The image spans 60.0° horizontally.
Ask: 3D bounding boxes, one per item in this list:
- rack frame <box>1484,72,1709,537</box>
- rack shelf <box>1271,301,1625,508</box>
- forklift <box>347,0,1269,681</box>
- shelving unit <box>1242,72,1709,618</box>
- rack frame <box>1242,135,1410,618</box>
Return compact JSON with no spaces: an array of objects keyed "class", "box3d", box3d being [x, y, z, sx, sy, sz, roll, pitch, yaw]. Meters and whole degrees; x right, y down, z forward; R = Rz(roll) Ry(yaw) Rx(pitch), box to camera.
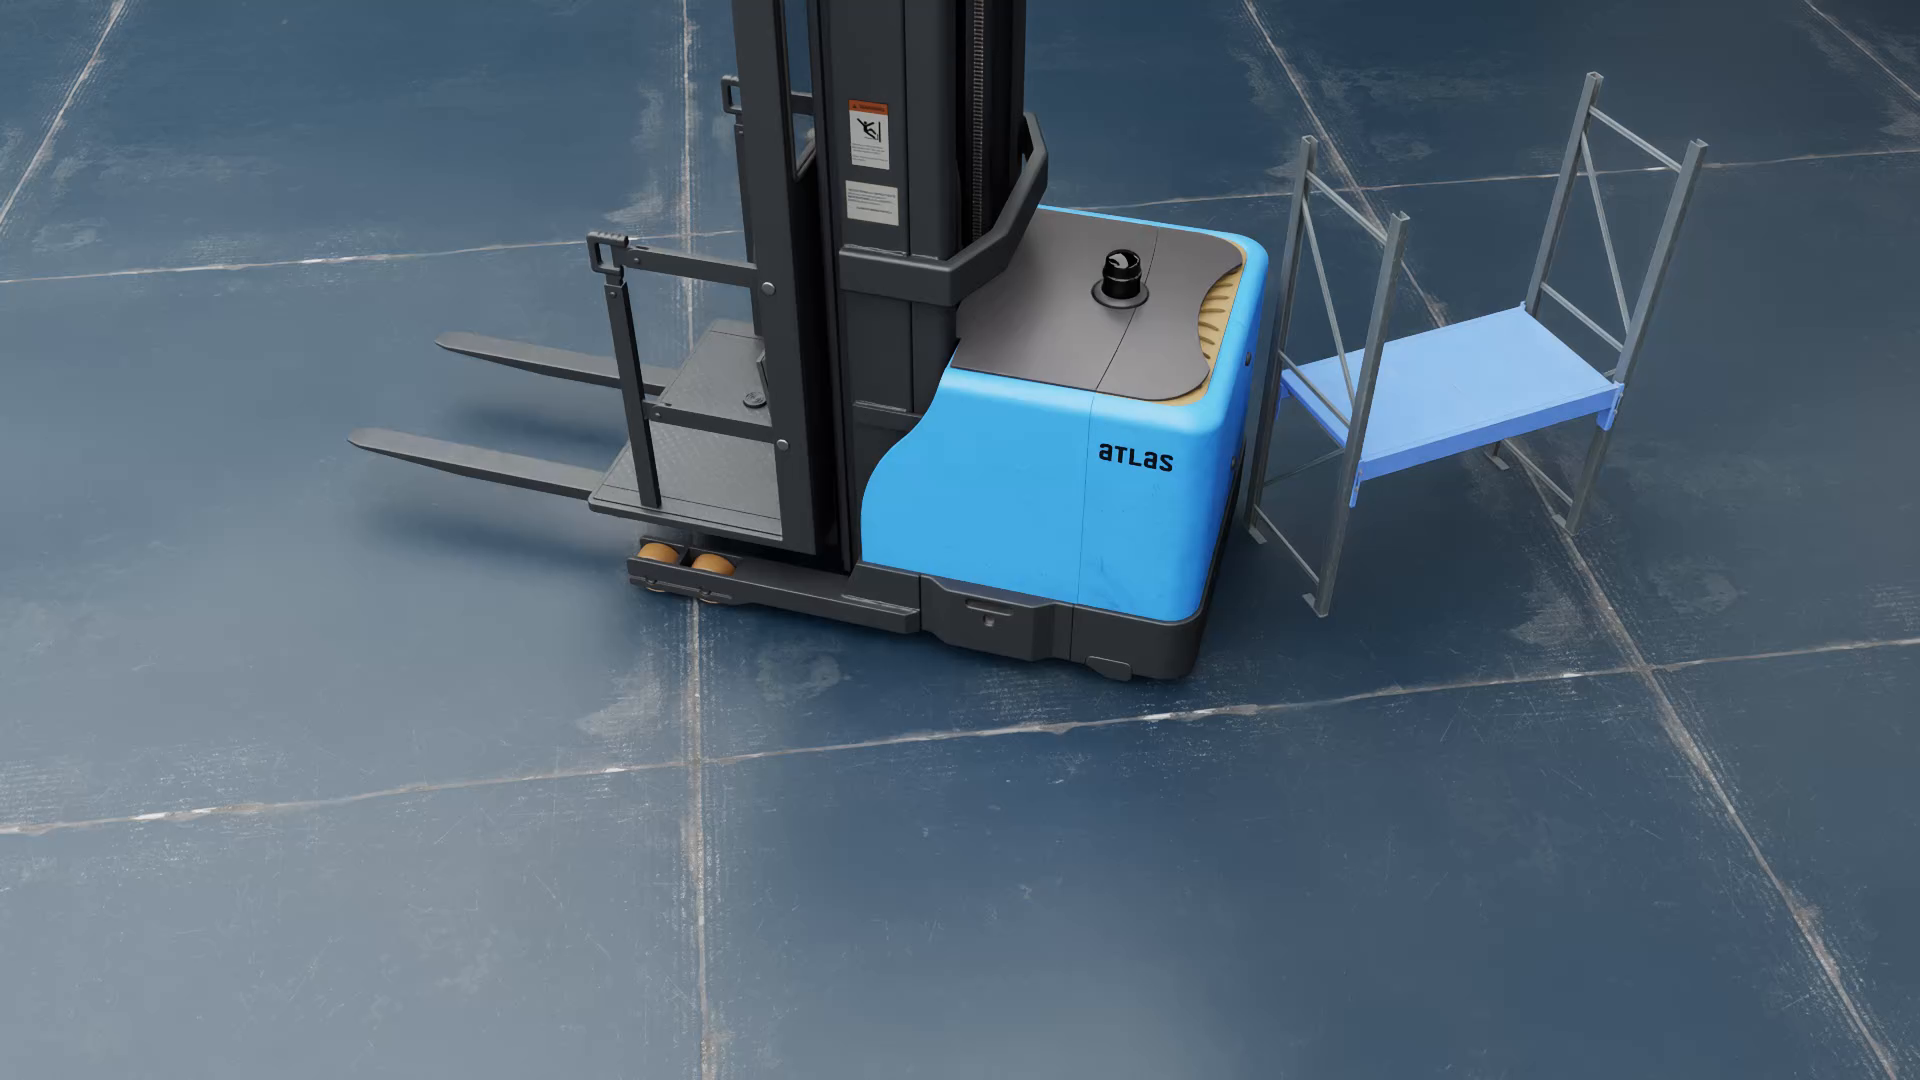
[{"class":"rack frame","box3d":[2.034,-0.724,5.433,0.032,1.500,0.500,-16,44,-17]},{"class":"rack shelf","box3d":[1.566,-0.457,5.405,1.000,0.185,0.538,-16,44,-17]},{"class":"forklift","box3d":[-0.598,-1.205,4.898,3.031,2.935,1.130,11,43,12]},{"class":"shelving unit","box3d":[1.566,-0.590,5.285,1.048,1.500,0.538,-16,44,-17]},{"class":"rack frame","box3d":[1.099,-0.457,5.137,0.032,1.500,0.500,-16,44,-17]}]
